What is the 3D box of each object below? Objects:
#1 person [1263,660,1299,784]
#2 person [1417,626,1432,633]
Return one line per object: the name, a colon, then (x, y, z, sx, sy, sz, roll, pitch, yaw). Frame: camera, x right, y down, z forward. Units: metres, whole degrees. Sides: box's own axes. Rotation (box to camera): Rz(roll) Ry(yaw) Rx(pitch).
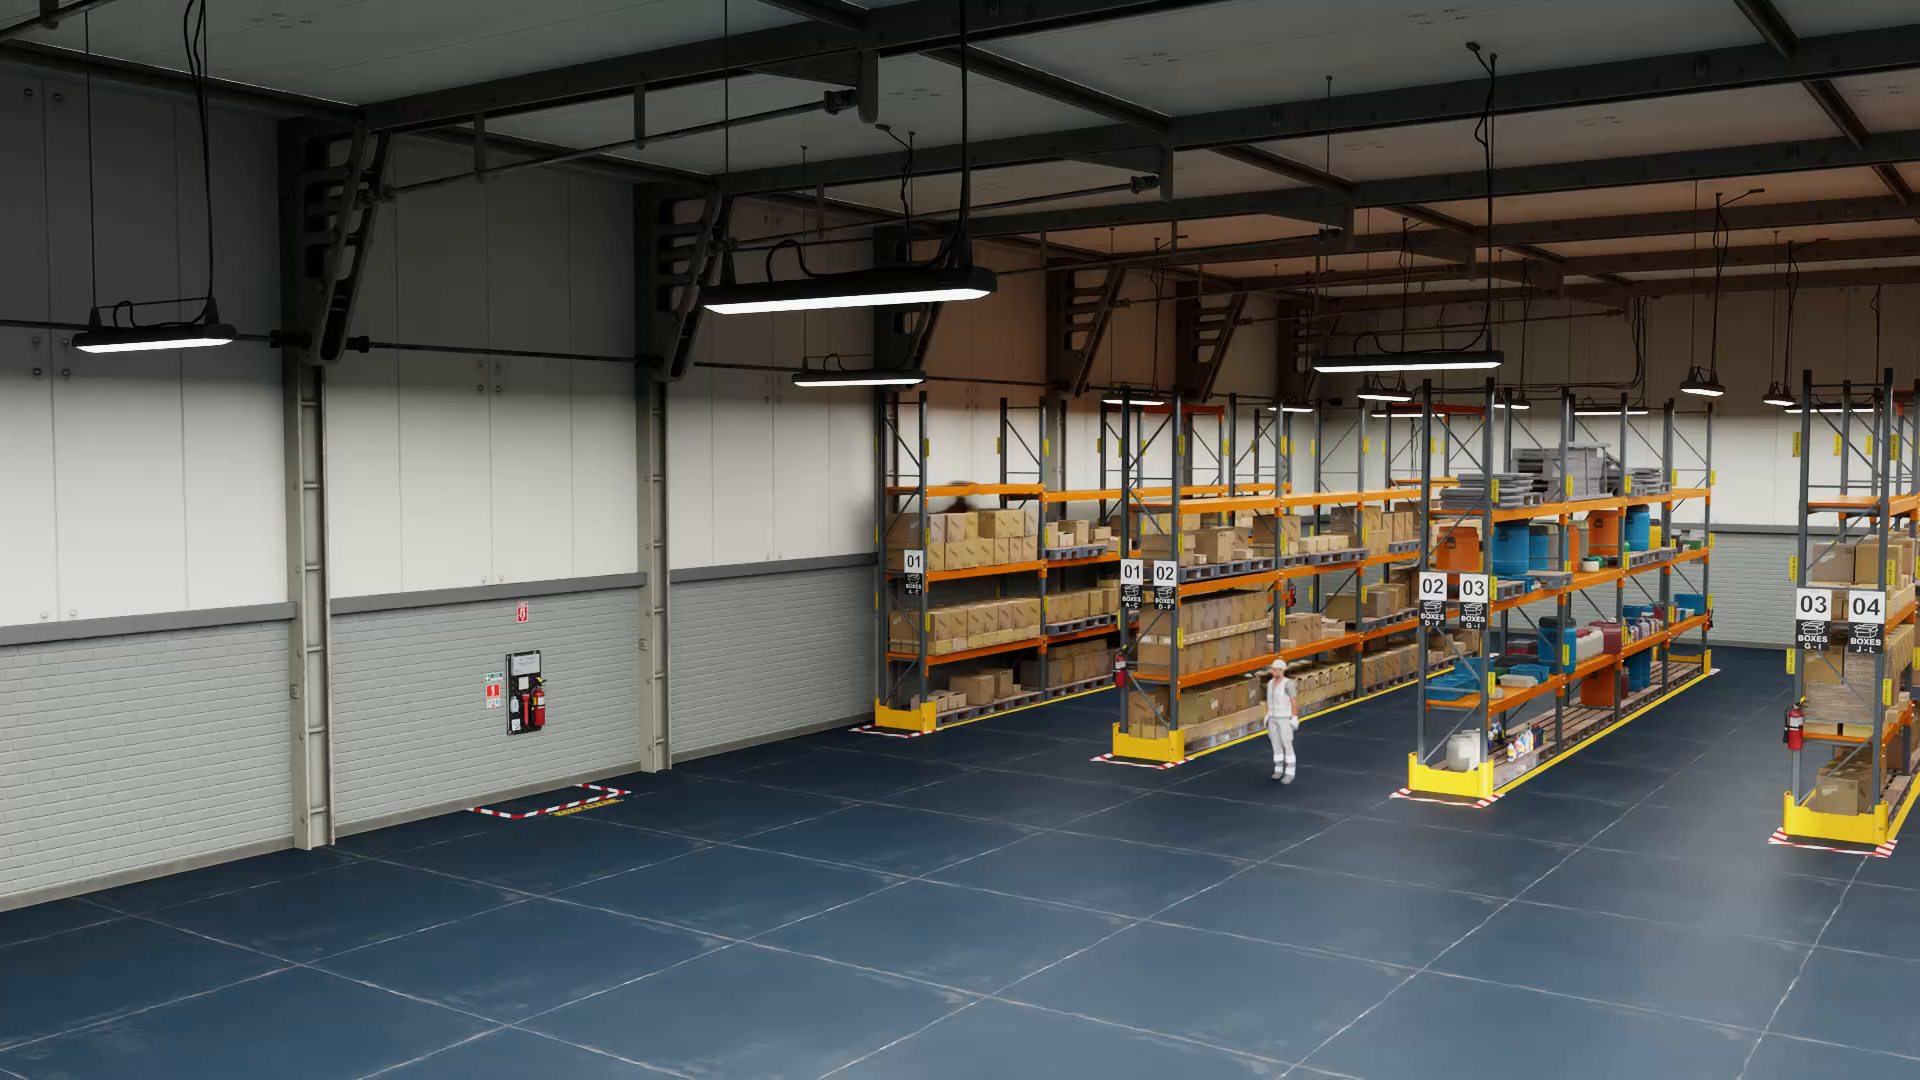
person: (4.805, 2.713, 25.061, 0.443, 1.802, 0.640, -2, 4, -37)
person: (11.693, 1.816, 41.754, 0.587, 1.783, 0.540, 1, 3, 11)
